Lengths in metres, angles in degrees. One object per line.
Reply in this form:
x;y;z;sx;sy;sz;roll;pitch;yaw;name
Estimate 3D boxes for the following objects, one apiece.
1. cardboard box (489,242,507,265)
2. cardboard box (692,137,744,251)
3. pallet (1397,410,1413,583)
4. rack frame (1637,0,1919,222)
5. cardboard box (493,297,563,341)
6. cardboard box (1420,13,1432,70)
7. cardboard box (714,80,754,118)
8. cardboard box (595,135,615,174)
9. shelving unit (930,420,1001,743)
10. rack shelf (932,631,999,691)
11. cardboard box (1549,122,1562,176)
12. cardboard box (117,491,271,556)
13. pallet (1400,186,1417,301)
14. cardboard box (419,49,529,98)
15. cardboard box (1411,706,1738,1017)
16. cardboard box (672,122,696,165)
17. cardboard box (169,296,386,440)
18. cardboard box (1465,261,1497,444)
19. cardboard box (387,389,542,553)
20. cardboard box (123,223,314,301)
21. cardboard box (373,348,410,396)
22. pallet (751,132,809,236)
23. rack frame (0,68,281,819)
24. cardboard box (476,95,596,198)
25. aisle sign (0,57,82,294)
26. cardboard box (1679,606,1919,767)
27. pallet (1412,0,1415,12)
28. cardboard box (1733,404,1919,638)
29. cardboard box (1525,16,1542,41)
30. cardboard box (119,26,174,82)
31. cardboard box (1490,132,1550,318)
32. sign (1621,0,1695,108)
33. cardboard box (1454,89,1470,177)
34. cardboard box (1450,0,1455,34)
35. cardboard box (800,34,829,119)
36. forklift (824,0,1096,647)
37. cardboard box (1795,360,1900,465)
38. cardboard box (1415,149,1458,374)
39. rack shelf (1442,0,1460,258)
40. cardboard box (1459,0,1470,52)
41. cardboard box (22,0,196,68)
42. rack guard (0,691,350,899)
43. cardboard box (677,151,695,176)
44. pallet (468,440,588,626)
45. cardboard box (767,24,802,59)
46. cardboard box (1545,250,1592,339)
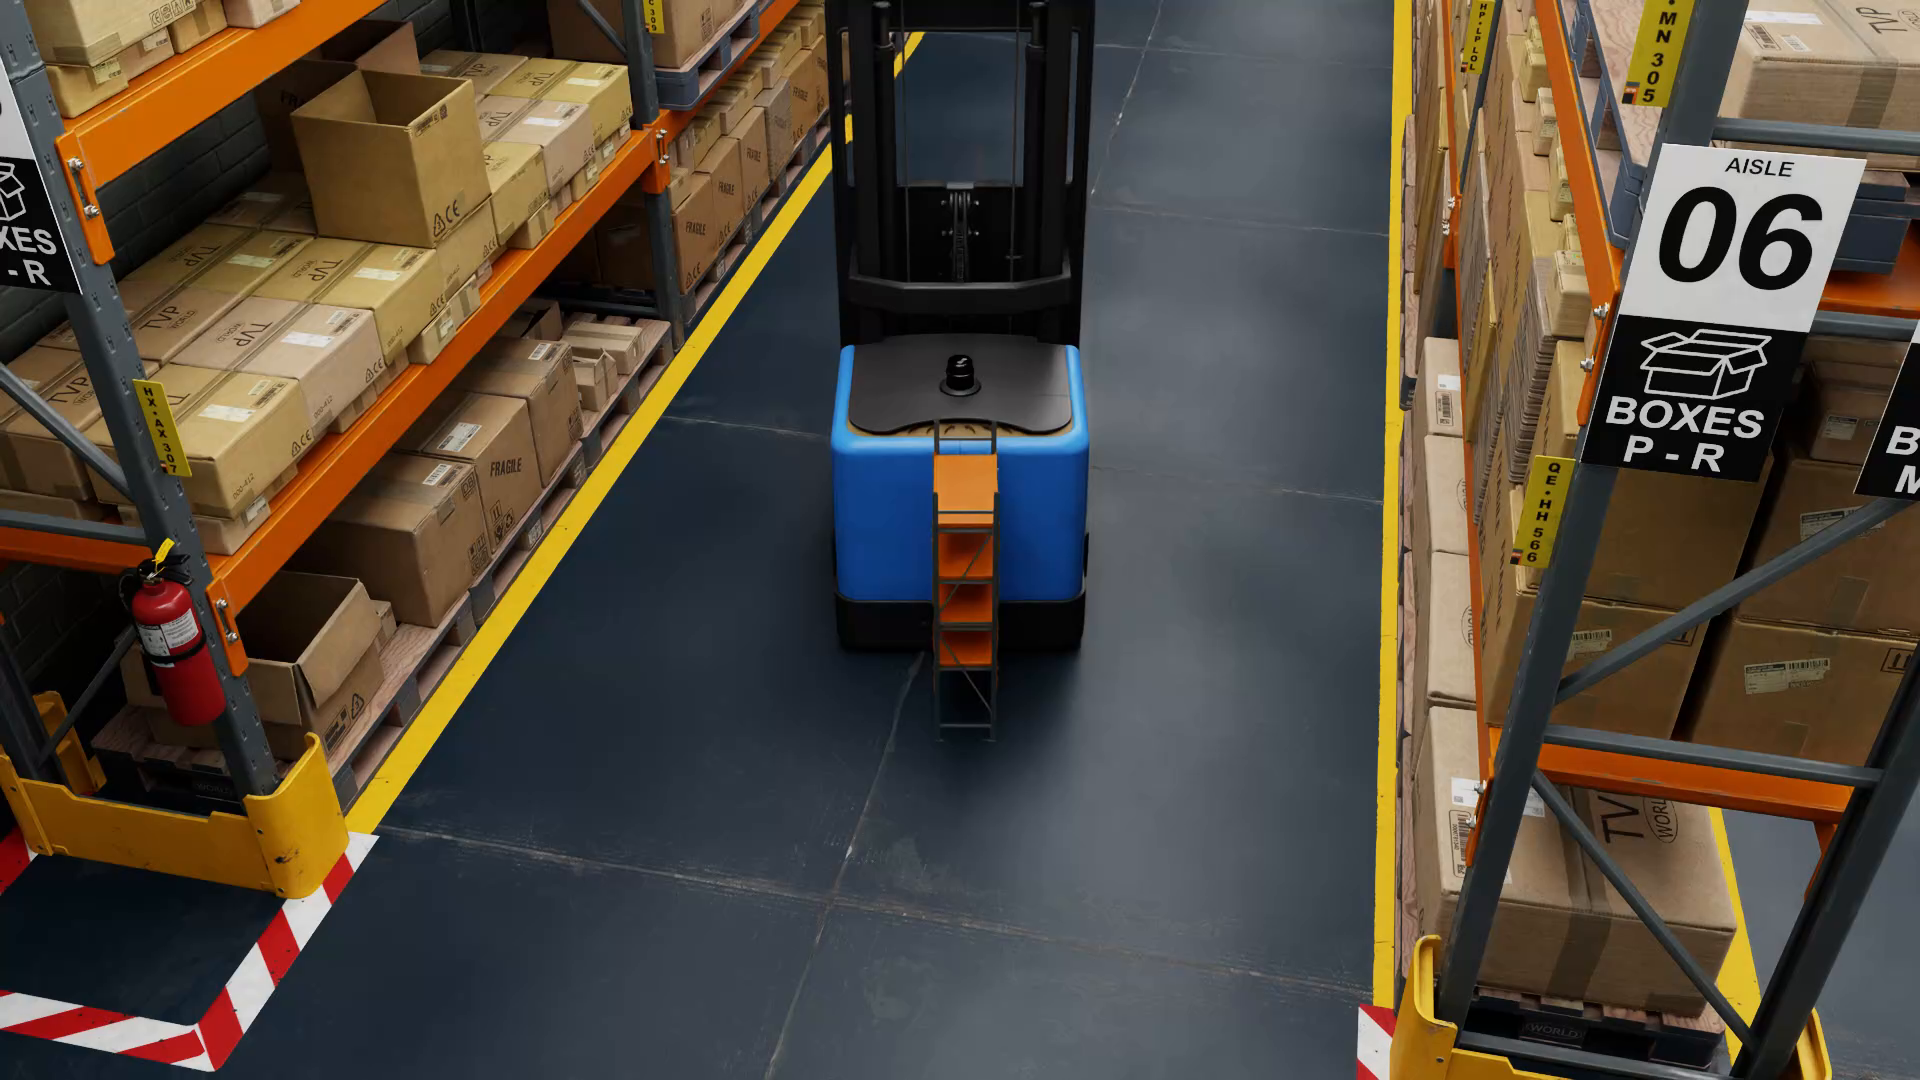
-2.194;-1.287;7.184;0.380;0.149;0.250;8;37;11;cardboard box
-1.605;-2.052;9.797;0.500;0.500;0.500;7;36;9;cardboard box
2.579;-0.163;7.795;1.003;0.211;1.213;7;37;10;pallet
1.964;-1.854;2.640;1.000;3.000;0.127;7;37;10;rack frame
-2.404;-1.071;8.604;0.500;0.311;0.500;9;37;12;cardboard box
3.803;-3.440;11.822;0.950;0.372;0.625;5;36;7;cardboard box
-1.478;-2.688;10.122;0.380;0.149;0.250;9;37;12;cardboard box
-1.888;-1.870;7.988;0.380;0.149;0.250;8;37;11;cardboard box
0.021;0.175;6.486;0.258;1.200;0.503;0;36;0;shelving unit
0.021;0.391;6.642;0.258;0.148;0.480;0;36;0;rack shelf
2.138;-1.251;5.429;0.380;0.149;0.250;8;37;11;cardboard box
-2.548;-0.098;5.543;0.380;0.149;0.250;7;37;10;cardboard box
3.168;-1.743;9.975;1.003;0.211;1.213;7;37;10;pallet
-2.401;-2.148;8.032;0.500;0.250;0.500;7;37;9;cardboard box
2.007;1.051;5.569;0.875;0.438;0.875;6;36;8;cardboard box
-1.687;-2.207;9.205;0.380;0.149;0.250;6;36;8;cardboard box
-2.419;-0.620;5.924;0.500;0.250;0.500;8;37;10;cardboard box
2.128;-0.655;6.012;0.500;0.500;0.500;8;37;11;cardboard box
-2.232;-0.318;7.404;0.500;0.500;0.500;8;37;11;cardboard box
-2.826;-0.981;6.421;0.500;0.250;0.500;8;37;11;cardboard box
-2.352;-0.694;6.366;0.380;0.149;0.250;8;37;11;cardboard box
-1.637;-2.382;10.857;1.003;0.211;1.213;7;37;10;pallet
-2.886;-0.045;5.256;1.000;3.000;0.127;7;37;10;rack frame
-1.995;-1.786;7.533;0.500;0.250;0.500;7;37;10;cardboard box
-2.614;-1.022;4.389;0.394;0.787;0.004;7;37;10;aisle sign
2.347;0.295;4.702;0.500;0.500;0.500;7;37;10;cardboard box
4.362;-4.729;14.095;1.003;0.211;1.213;7;37;10;pallet
2.344;-0.110;4.408;0.500;0.500;0.500;7;36;9;cardboard box
2.332;-1.842;6.246;0.380;0.149;0.250;7;37;10;cardboard box
-2.561;-1.465;4.874;0.380;0.149;0.250;8;37;11;cardboard box
2.135;-1.051;5.707;0.500;0.500;0.500;7;37;10;cardboard box
1.437;-1.042;3.389;0.100;0.325;0.005;7;37;10;sign
2.668;-1.946;8.007;0.500;0.250;0.500;6;36;9;cardboard box
3.112;-3.105;9.606;0.500;0.250;0.500;8;37;12;cardboard box
-1.175;-3.235;11.429;0.500;0.500;0.500;7;36;9;cardboard box
-0.001;-1.567;7.414;1.130;2.935;3.031;0;36;0;forklift
2.310;-0.302;4.121;0.380;0.149;0.250;8;37;11;cardboard box
2.872;-1.394;8.569;0.875;0.875;0.875;8;37;11;cardboard box
3.245;-2.574;9.358;1.077;0.370;4.000;7;37;10;rack shelf
2.879;-2.728;8.660;0.500;0.250;0.500;8;37;11;cardboard box
-2.524;-1.540;4.636;0.500;0.250;0.500;7;37;9;cardboard box
-2.870;0.923;6.050;1.175;0.500;0.348;7;37;10;rack guard
-1.712;-2.100;9.311;0.380;0.149;0.250;6;36;9;cardboard box
-2.438;-0.114;7.728;1.003;0.211;1.213;7;37;10;pallet
-1.264;-3.286;10.947;0.380;0.149;0.250;8;37;11;cardboard box
1.848;-0.671;4.630;0.380;0.149;0.250;7;37;10;cardboard box
